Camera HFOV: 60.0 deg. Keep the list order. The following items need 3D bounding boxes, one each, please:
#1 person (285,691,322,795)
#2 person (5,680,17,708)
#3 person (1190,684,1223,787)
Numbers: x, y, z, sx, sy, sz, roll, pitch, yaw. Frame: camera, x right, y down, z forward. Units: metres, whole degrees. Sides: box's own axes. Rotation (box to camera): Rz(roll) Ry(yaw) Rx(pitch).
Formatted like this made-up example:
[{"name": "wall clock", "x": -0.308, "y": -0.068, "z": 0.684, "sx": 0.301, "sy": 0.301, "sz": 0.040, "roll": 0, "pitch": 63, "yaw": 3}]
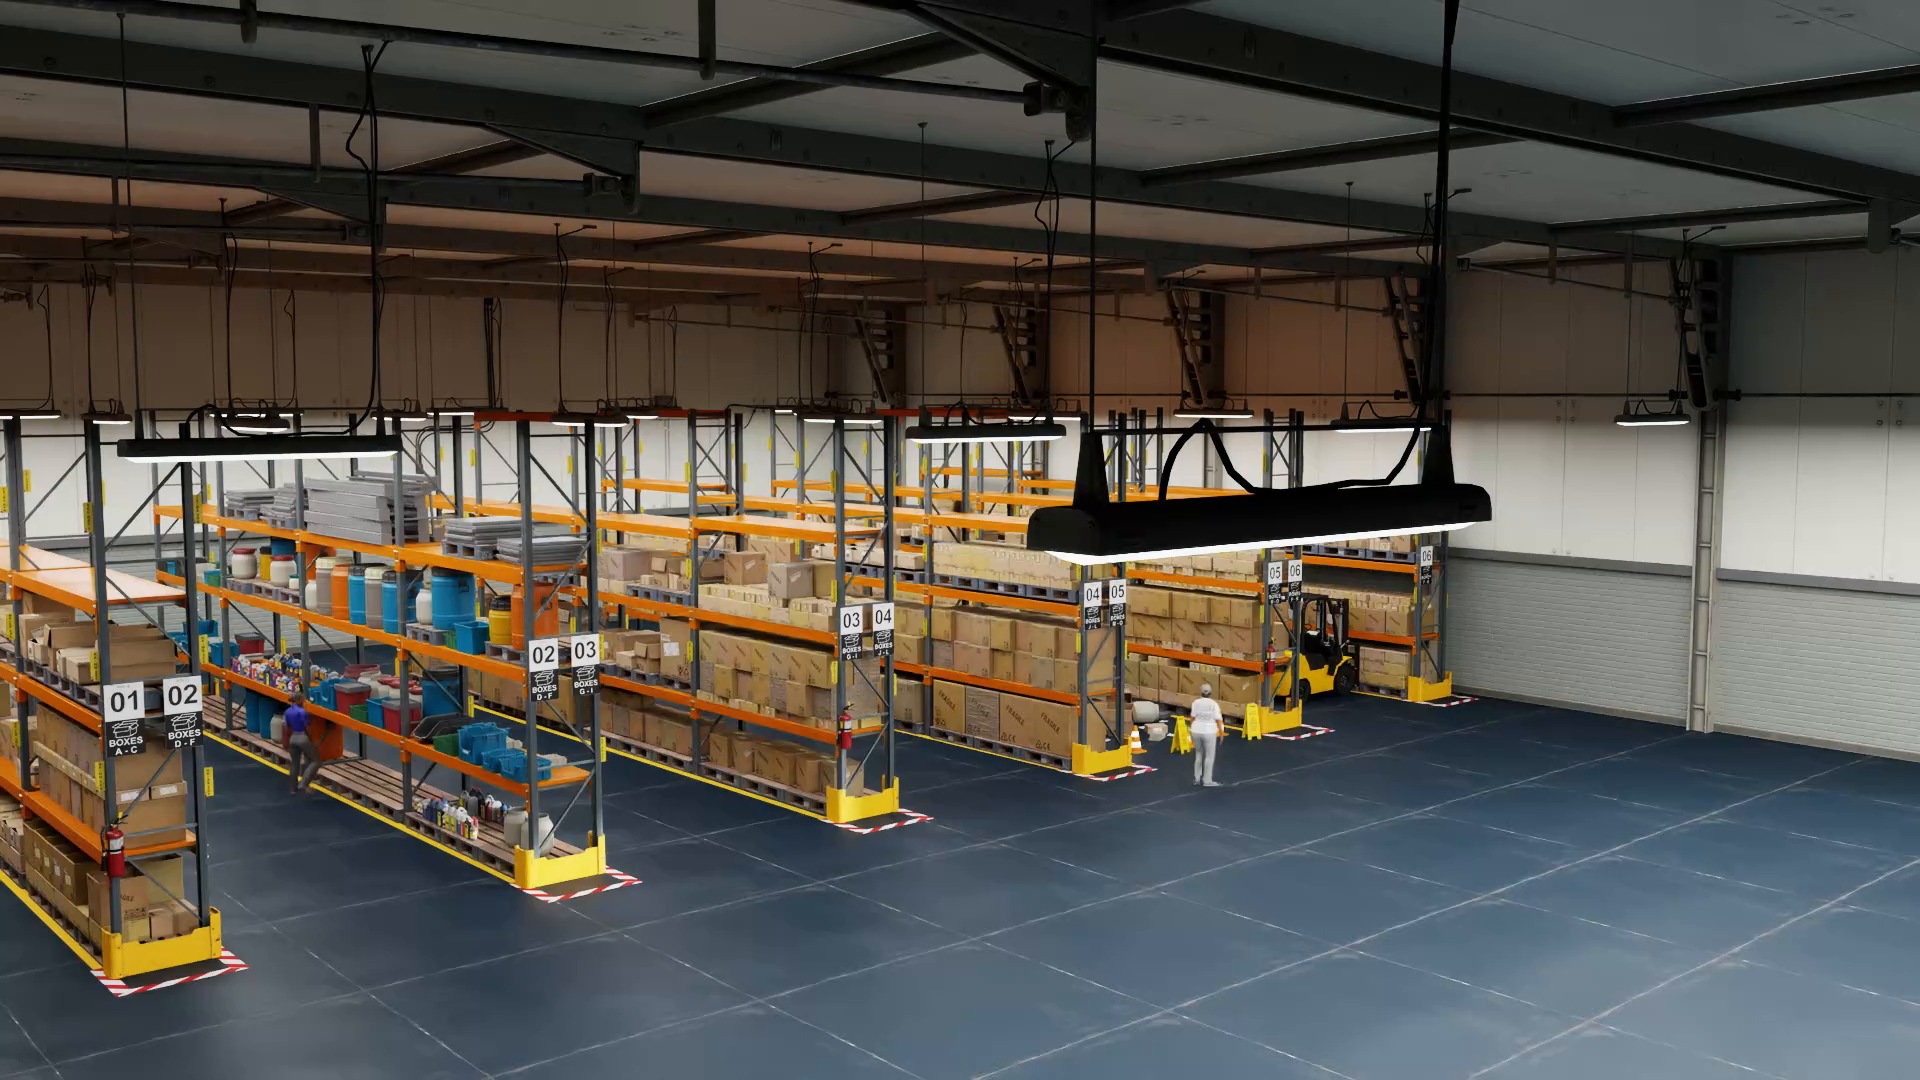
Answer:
[{"name": "person", "x": -10.398, "y": 3.259, "z": 26.178, "sx": 0.596, "sy": 1.542, "sz": 0.370, "roll": 2, "pitch": 5, "yaw": 20}, {"name": "person", "x": -17.287, "y": 2.834, "z": 30.318, "sx": 0.776, "sy": 1.811, "sz": 0.877, "roll": -4, "pitch": 7, "yaw": -40}, {"name": "person", "x": 3.973, "y": 3.181, "z": 26.857, "sx": 0.507, "sy": 1.742, "sz": 0.416, "roll": 4, "pitch": 7, "yaw": 40}]
